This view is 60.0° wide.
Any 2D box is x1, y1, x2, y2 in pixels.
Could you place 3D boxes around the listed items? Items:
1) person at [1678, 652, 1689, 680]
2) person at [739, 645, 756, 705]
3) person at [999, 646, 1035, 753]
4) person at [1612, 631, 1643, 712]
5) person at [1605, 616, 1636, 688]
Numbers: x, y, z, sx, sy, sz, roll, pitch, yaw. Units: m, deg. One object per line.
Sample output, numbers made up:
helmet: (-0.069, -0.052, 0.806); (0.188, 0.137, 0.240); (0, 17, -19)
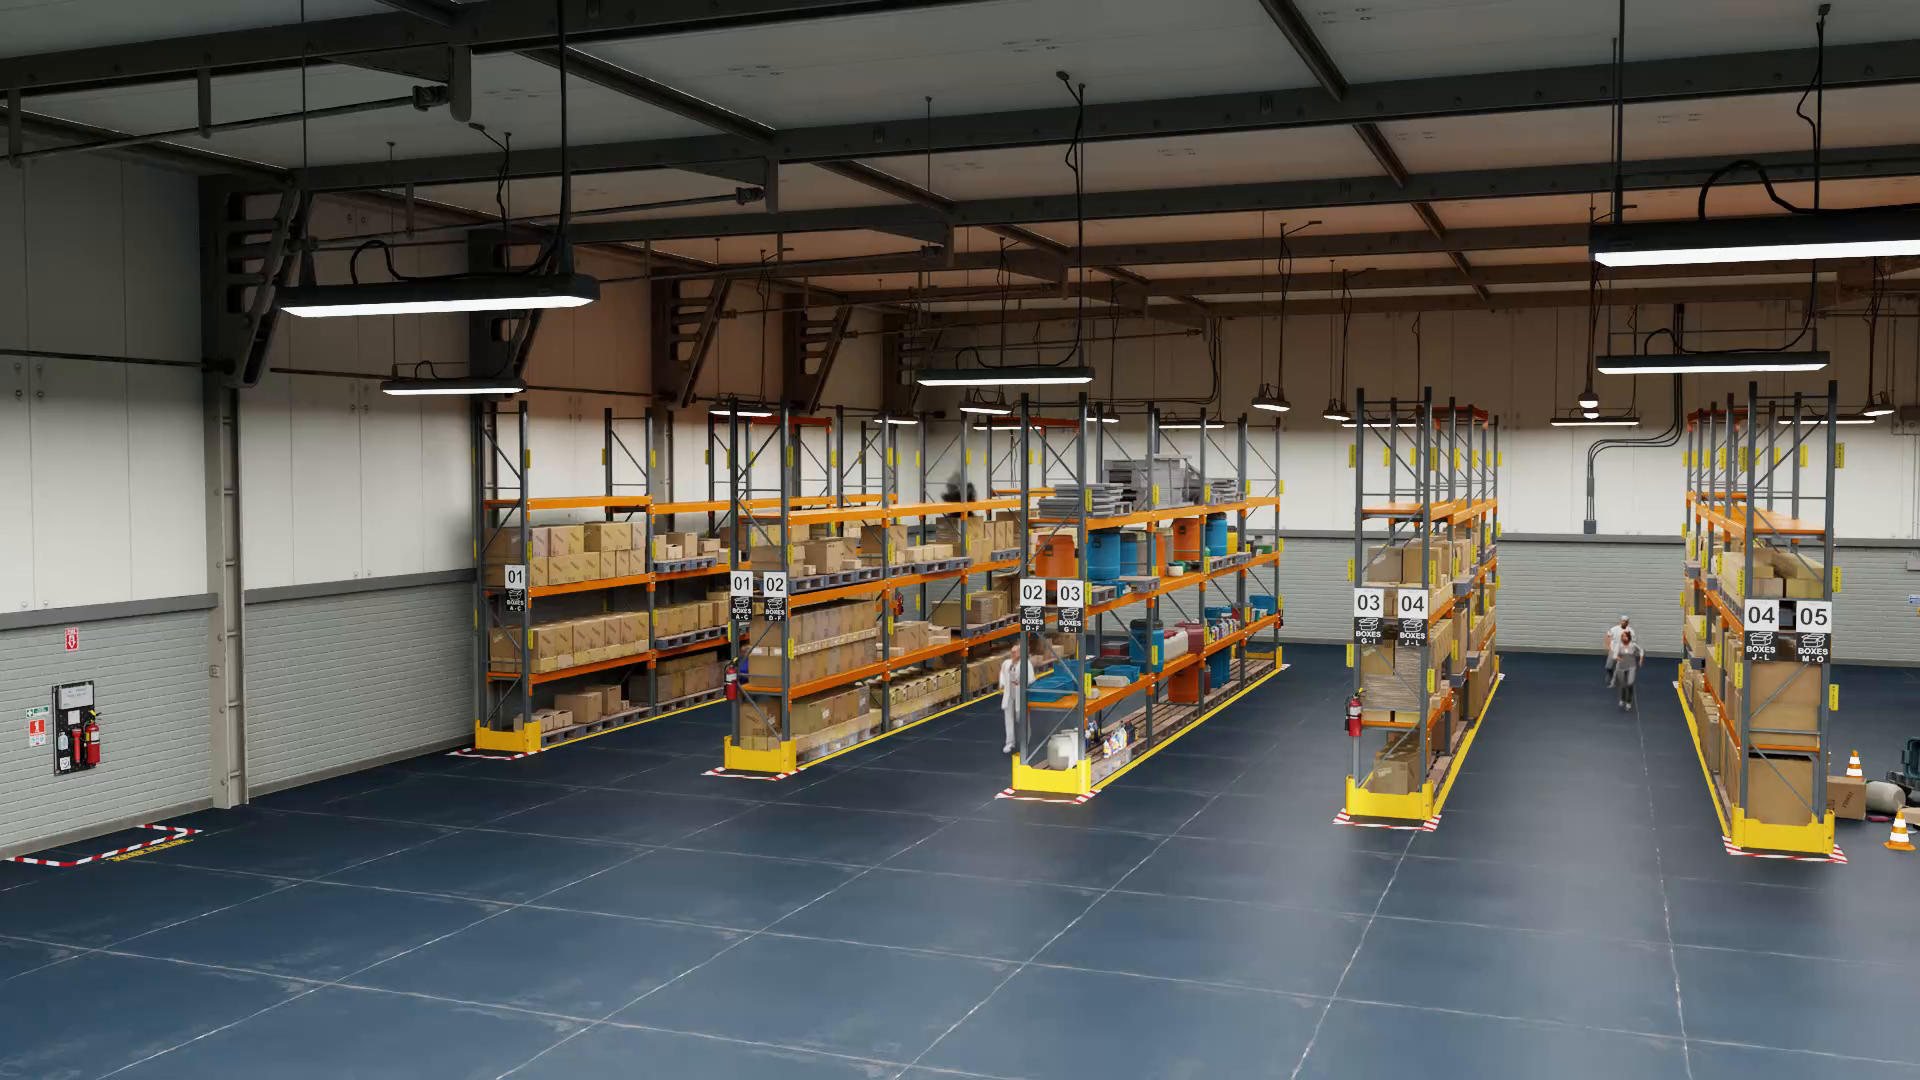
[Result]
person: (16.568, 2.307, 37.378); (0.792, 1.740, 0.699); (0, 3, 4)
person: (-3.829, 2.699, 29.800); (0.567, 1.661, 0.933); (1, 3, 20)
person: (0.965, 2.711, 28.661); (0.705, 1.794, 0.921); (1, 3, 22)
person: (13.231, 2.596, 32.963); (0.546, 1.596, 0.815); (1, 3, 27)
person: (14.463, 2.445, 36.408); (0.631, 1.587, 0.546); (1, 3, 24)
